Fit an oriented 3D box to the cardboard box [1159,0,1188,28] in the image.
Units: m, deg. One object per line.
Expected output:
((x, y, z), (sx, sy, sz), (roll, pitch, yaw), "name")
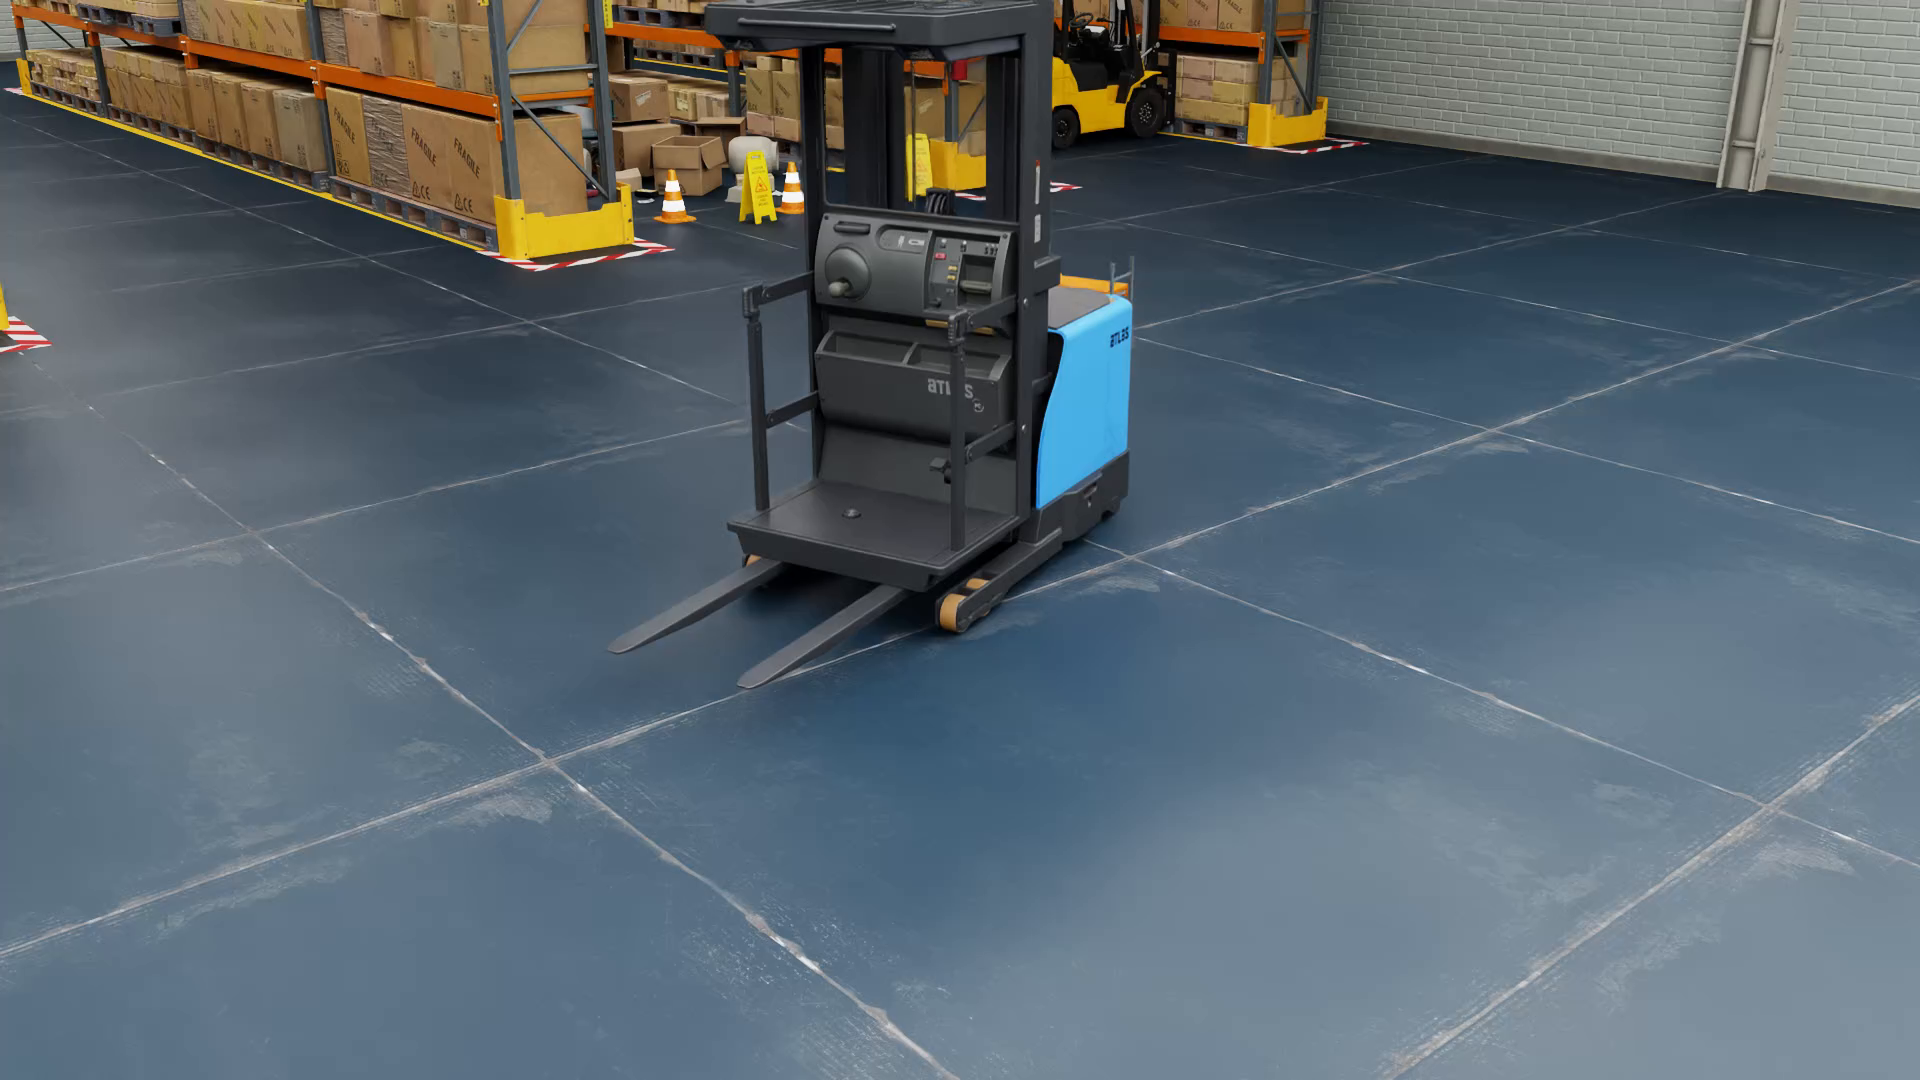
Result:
((2.833, -6.736, 20.931), (0.500, 0.500, 0.500), (-18, 28, -38), "cardboard box")

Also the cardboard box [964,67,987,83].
((0.559, -6.881, 24.121), (0.875, 0.625, 0.625), (-18, 28, -38), "cardboard box")

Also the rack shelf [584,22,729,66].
((-3.655, -6.469, 21.373), (1.077, 0.370, 4.000), (-17, 27, -37), "rack shelf")

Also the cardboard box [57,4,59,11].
((-12.475, -7.523, 23.422), (0.380, 0.149, 0.250), (-18, 28, -38), "cardboard box")

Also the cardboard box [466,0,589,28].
((-3.635, -4.624, 13.991), (0.875, 0.550, 0.550), (-17, 27, -37), "cardboard box")

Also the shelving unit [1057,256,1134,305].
((0.592, -0.873, 8.563), (0.503, 1.200, 0.258), (13, 24, 29), "shelving unit")

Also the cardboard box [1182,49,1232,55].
((3.202, -6.165, 21.435), (0.500, 0.250, 0.500), (-18, 27, -38), "cardboard box")

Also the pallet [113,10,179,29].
((-9.968, -6.598, 20.979), (1.003, 0.211, 1.213), (-17, 27, -37), "pallet")

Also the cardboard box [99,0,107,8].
((-10.672, -6.830, 21.079), (0.380, 0.149, 0.250), (-19, 28, -40), "cardboard box")

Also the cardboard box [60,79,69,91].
((-12.747, -6.583, 24.012), (0.380, 0.149, 0.250), (-17, 27, -37), "cardboard box")

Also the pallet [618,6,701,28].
((-3.637, -6.730, 21.316), (1.003, 0.211, 1.213), (-17, 27, -37), "pallet")

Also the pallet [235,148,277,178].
((-7.395, -4.279, 18.619), (1.003, 0.211, 1.213), (-17, 27, -37), "pallet")

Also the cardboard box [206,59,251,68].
((-8.911, -5.779, 20.449), (0.500, 0.250, 0.500), (-19, 28, -40), "cardboard box")

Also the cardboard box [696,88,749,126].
((-2.694, -5.367, 20.602), (0.950, 0.372, 0.625), (-17, 27, -37), "cardboard box")

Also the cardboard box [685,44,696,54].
((-4.633, -8.749, 29.382), (0.396, 0.266, 0.258), (-16, 27, -36), "cardboard box")

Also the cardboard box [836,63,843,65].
((-1.641, -7.636, 26.219), (0.500, 0.500, 0.500), (-16, 27, -36), "cardboard box")

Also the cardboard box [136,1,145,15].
((-9.644, -6.395, 19.968), (0.380, 0.149, 0.250), (-17, 27, -37), "cardboard box")

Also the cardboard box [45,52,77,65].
((-13.219, -7.083, 24.473), (0.380, 0.149, 0.250), (-19, 28, -40), "cardboard box")

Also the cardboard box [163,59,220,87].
((-9.290, -5.657, 20.139), (0.500, 0.250, 0.500), (-18, 28, -39), "cardboard box")

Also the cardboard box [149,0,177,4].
((-9.312, -6.395, 19.560), (0.380, 0.149, 0.250), (-17, 27, -36), "cardboard box")

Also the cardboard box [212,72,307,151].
((-7.742, -4.868, 18.808), (1.050, 0.750, 0.750), (-17, 27, -37), "cardboard box")

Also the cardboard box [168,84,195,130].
((-9.272, -5.301, 20.258), (0.500, 0.500, 0.500), (-18, 27, -38), "cardboard box")

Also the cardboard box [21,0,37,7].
((-13.571, -7.928, 24.458), (0.380, 0.149, 0.250), (-18, 28, -39), "cardboard box")

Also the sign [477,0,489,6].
((-3.843, -4.464, 13.355), (0.100, 0.325, 0.005), (-17, 27, -37), "sign")

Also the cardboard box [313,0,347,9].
((-5.819, -5.507, 16.246), (0.875, 0.550, 0.550), (-17, 27, -37), "cardboard box")

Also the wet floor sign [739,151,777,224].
((-1.904, -3.307, 15.542), (0.232, 0.644, 0.267), (17, 27, 36), "wet floor sign")

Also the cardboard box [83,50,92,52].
((-12.943, -7.295, 25.014), (0.380, 0.149, 0.250), (-18, 28, -39), "cardboard box")

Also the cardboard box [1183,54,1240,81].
((3.145, -5.902, 20.764), (0.500, 0.250, 0.500), (-17, 27, -36), "cardboard box")

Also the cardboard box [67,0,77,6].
((-11.785, -7.507, 22.492), (0.500, 0.500, 0.500), (-17, 27, -37), "cardboard box")

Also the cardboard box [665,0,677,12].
((-3.418, -6.615, 20.530), (0.380, 0.149, 0.250), (-17, 27, -37), "cardboard box")

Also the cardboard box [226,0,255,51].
((-7.570, -5.591, 18.008), (0.500, 0.500, 0.500), (-18, 28, -38), "cardboard box")

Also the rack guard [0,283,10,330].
((-7.296, -1.644, 11.496), (1.175, 0.500, 0.348), (-17, 27, -37), "rack guard")

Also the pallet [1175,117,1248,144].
((3.489, -5.232, 21.052), (1.003, 0.211, 1.213), (-17, 27, -37), "pallet")

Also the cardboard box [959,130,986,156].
((-0.056, -4.350, 18.172), (0.500, 0.250, 0.500), (-18, 28, -38), "cardboard box")

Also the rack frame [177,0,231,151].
((-8.645, -6.150, 19.573), (1.000, 3.000, 0.127), (-17, 27, -37), "rack frame")

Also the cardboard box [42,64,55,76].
((-13.271, -6.929, 24.486), (0.380, 0.149, 0.250), (-16, 27, -36), "cardboard box")

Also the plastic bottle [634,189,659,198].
((-3.210, -3.521, 16.891), (0.283, 0.061, 0.133), (12, 24, 27), "plastic bottle")

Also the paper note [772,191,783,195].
((-1.864, -3.551, 17.008), (0.142, 0.019, 0.148), (12, 24, 27), "paper note")

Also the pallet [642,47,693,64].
((-5.062, -8.873, 30.349), (1.003, 0.211, 1.213), (-17, 27, -37), "pallet")

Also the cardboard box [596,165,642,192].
((-3.516, -3.735, 17.157), (0.396, 0.266, 0.258), (-12, 25, -28), "cardboard box")

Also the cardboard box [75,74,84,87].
((-12.076, -6.415, 23.174), (0.380, 0.149, 0.250), (-19, 28, -39), "cardboard box")

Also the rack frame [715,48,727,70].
((-3.814, -9.644, 28.494), (1.000, 3.000, 0.127), (-17, 27, -37), "rack frame")

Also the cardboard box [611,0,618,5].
((-4.423, -7.047, 21.632), (0.380, 0.149, 0.250), (-17, 27, -37), "cardboard box")

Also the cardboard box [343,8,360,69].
((-5.408, -4.869, 16.097), (0.875, 0.550, 0.550), (-17, 27, -37), "cardboard box")

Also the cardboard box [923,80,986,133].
((-0.071, -4.706, 18.051), (0.500, 0.500, 0.500), (-19, 28, -39), "cardboard box")

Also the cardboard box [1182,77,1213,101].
((3.146, -5.678, 20.877), (0.500, 0.250, 0.500), (-18, 28, -38), "cardboard box")

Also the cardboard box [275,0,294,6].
((-6.699, -5.834, 17.259), (0.700, 0.500, 0.500), (-18, 28, -38), "cardboard box")

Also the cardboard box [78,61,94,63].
((-12.160, -6.655, 23.380), (0.380, 0.149, 0.250), (-16, 27, -36), "cardboard box")

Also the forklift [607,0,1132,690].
((-0.311, -1.162, 6.932), (1.130, 2.935, 3.031), (12, 24, 27), "forklift")

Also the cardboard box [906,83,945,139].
((-0.459, -4.570, 17.704), (0.500, 0.500, 0.500), (-17, 27, -37), "cardboard box")
